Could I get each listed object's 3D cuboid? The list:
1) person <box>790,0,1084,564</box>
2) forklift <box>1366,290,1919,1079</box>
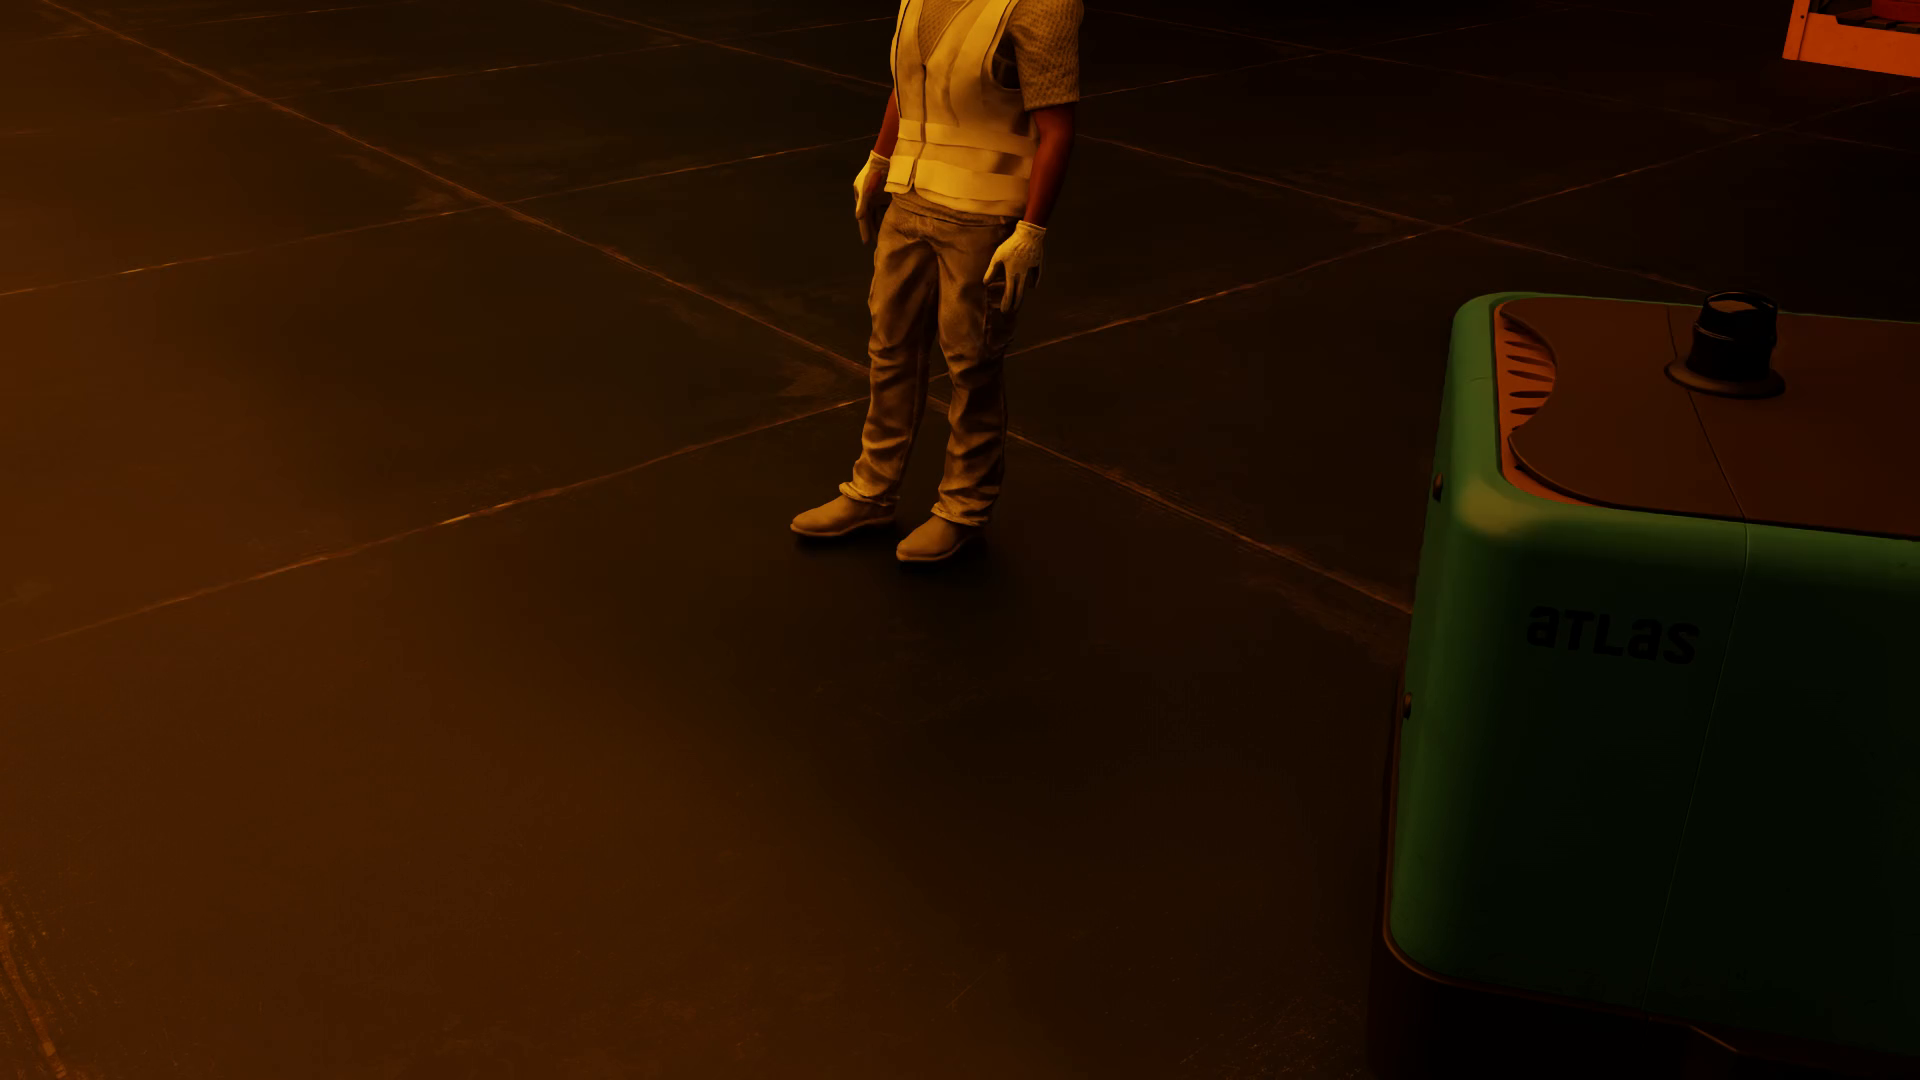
[{"bbox_3d":[-0.061,-0.788,4.067,0.577,1.782,0.656,-20,33,-35],"label":"person"},{"bbox_3d":[2.229,-0.436,2.081,3.031,2.935,1.130,7,27,13],"label":"forklift"}]
